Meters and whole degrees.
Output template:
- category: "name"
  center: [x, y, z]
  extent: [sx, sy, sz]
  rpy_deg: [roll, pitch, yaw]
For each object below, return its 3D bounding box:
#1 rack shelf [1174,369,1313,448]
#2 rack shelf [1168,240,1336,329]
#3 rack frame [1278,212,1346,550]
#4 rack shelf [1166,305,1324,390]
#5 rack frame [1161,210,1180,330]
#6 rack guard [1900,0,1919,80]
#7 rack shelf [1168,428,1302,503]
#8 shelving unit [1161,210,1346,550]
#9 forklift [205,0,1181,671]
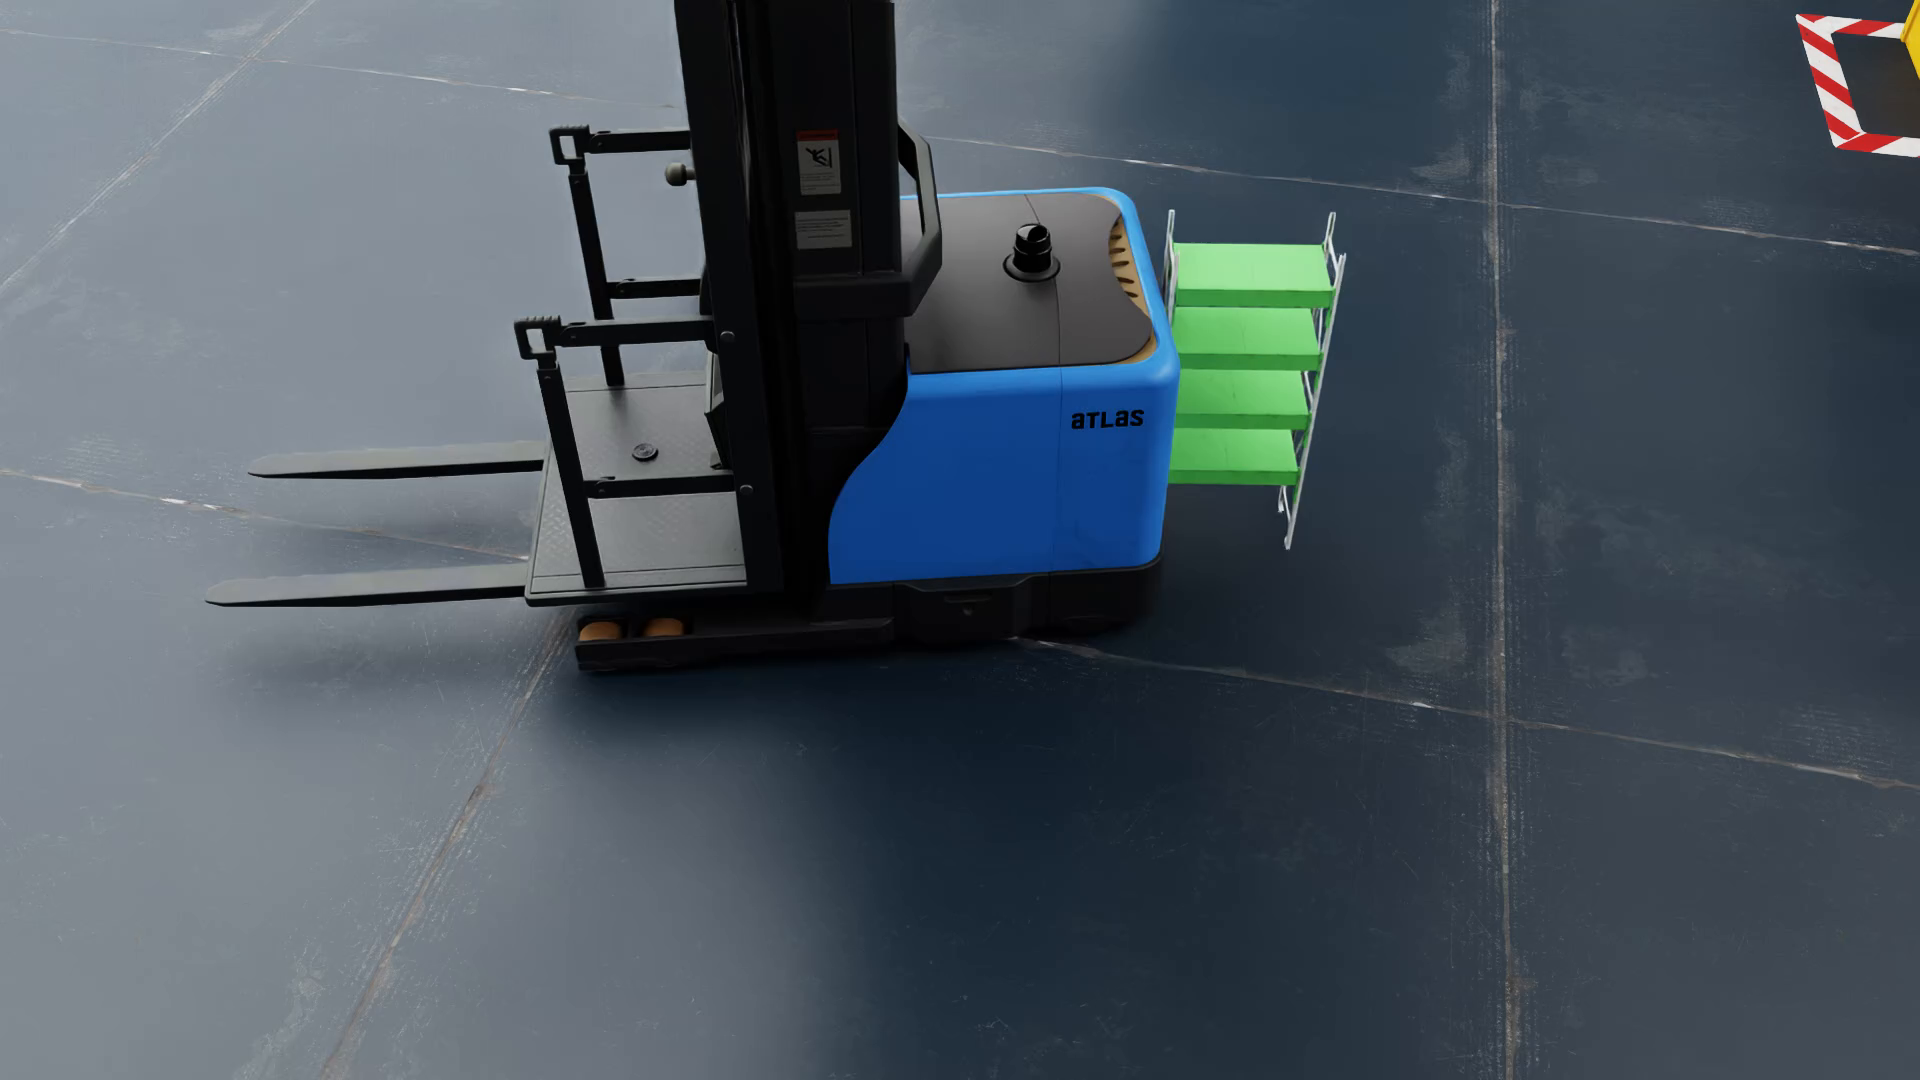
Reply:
- category: "rack shelf"
  center: [0.886, -0.440, 5.434]
  extent: [0.480, 0.148, 0.258]
  rpy_deg: [1, 44, 1]
- category: "rack shelf"
  center: [0.886, -0.786, 5.101]
  extent: [0.480, 0.148, 0.258]
  rpy_deg: [1, 44, 1]
- category: "rack frame"
  center: [1.130, -0.482, 5.386]
  extent: [0.015, 1.200, 0.240]
  rpy_deg: [1, 44, 1]
- category: "rack shelf"
  center: [0.886, -0.613, 5.268]
  extent: [0.480, 0.148, 0.258]
  rpy_deg: [1, 44, 1]
- category: "rack frame"
  center: [0.642, -0.490, 5.394]
  extent: [0.015, 1.200, 0.240]
  rpy_deg: [1, 44, 1]
- category: "rack guard"
  center: [4.797, -2.341, 7.822]
  extent: [0.348, 0.500, 1.175]
  rpy_deg: [9, 45, 9]
- category: "rack shelf"
  center: [0.886, -0.267, 5.601]
  extent: [0.480, 0.148, 0.258]
  rpy_deg: [1, 44, 1]
- category: "shelving unit"
  center: [0.886, -0.486, 5.390]
  extent: [0.503, 1.200, 0.258]
  rpy_deg: [1, 44, 1]
- category: "forklift"
  center: [-0.896, -1.021, 4.697]
  extent: [3.031, 2.935, 1.130]
  rpy_deg: [-3, 44, -3]
